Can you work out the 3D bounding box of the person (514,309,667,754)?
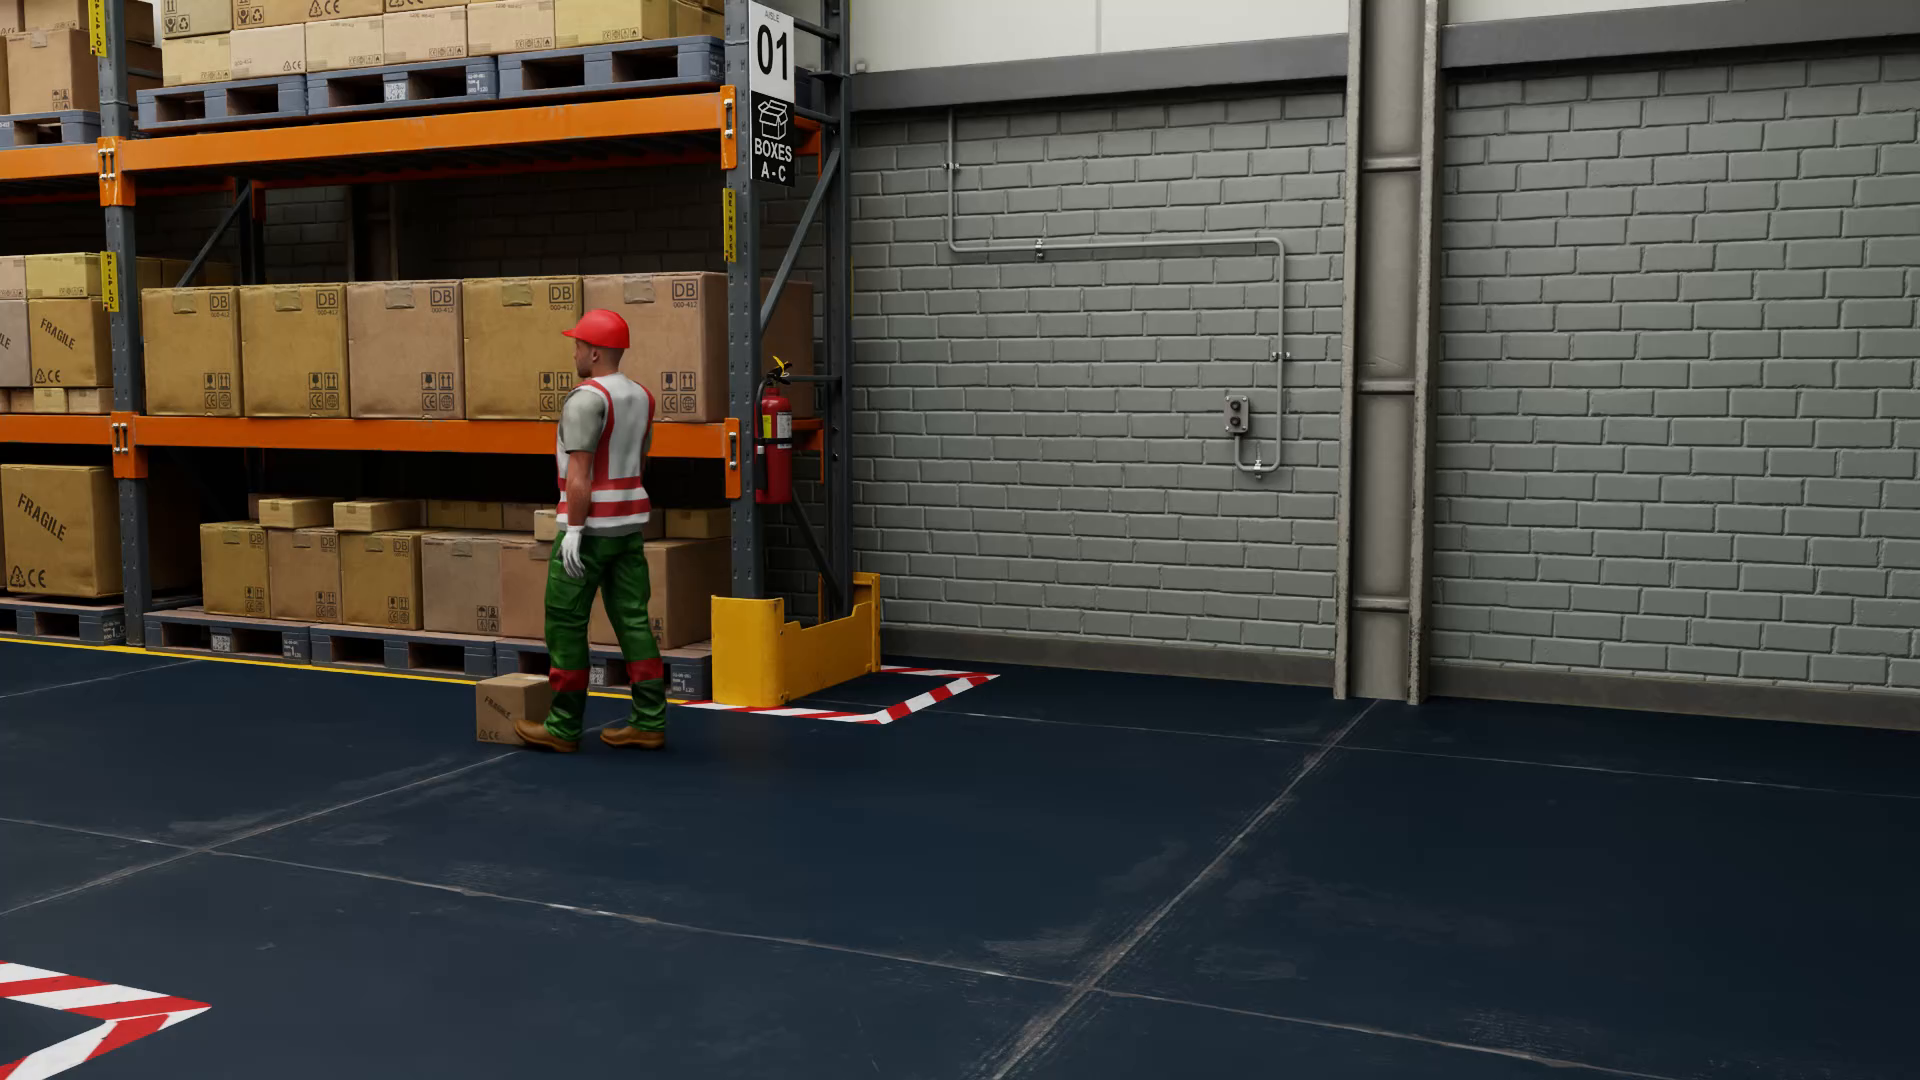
[{"bbox_3d":[-1.505,-0.032,6.757,0.571,1.797,0.527,3,6,26],"label":"person"}]
